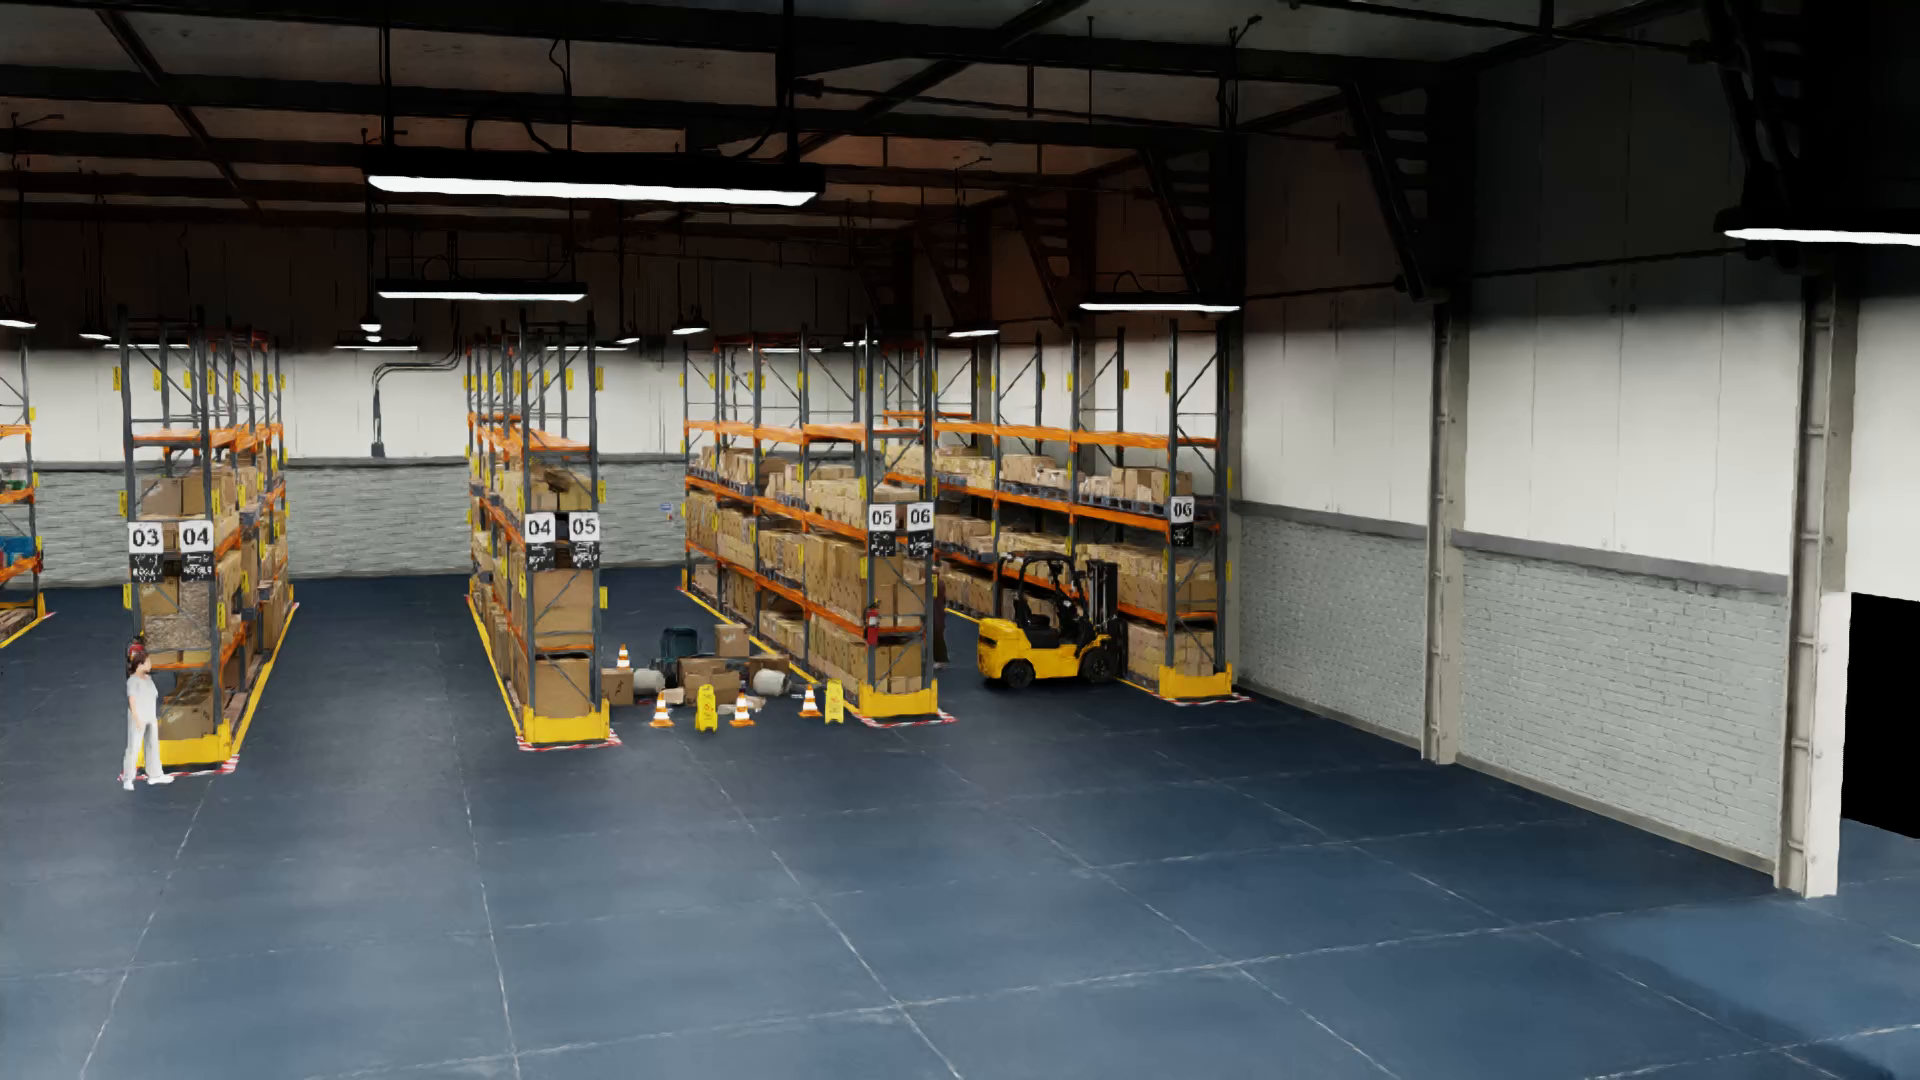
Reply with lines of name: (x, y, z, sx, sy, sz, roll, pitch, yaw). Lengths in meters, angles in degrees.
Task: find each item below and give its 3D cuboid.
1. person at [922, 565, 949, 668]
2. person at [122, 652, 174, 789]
person: (-0.476, 1.325, 29.261, 0.636, 1.775, 0.677, 1, 6, 12)
person: (-10.111, 2.217, 20.549, 0.466, 1.674, 0.570, 1, 5, 6)
